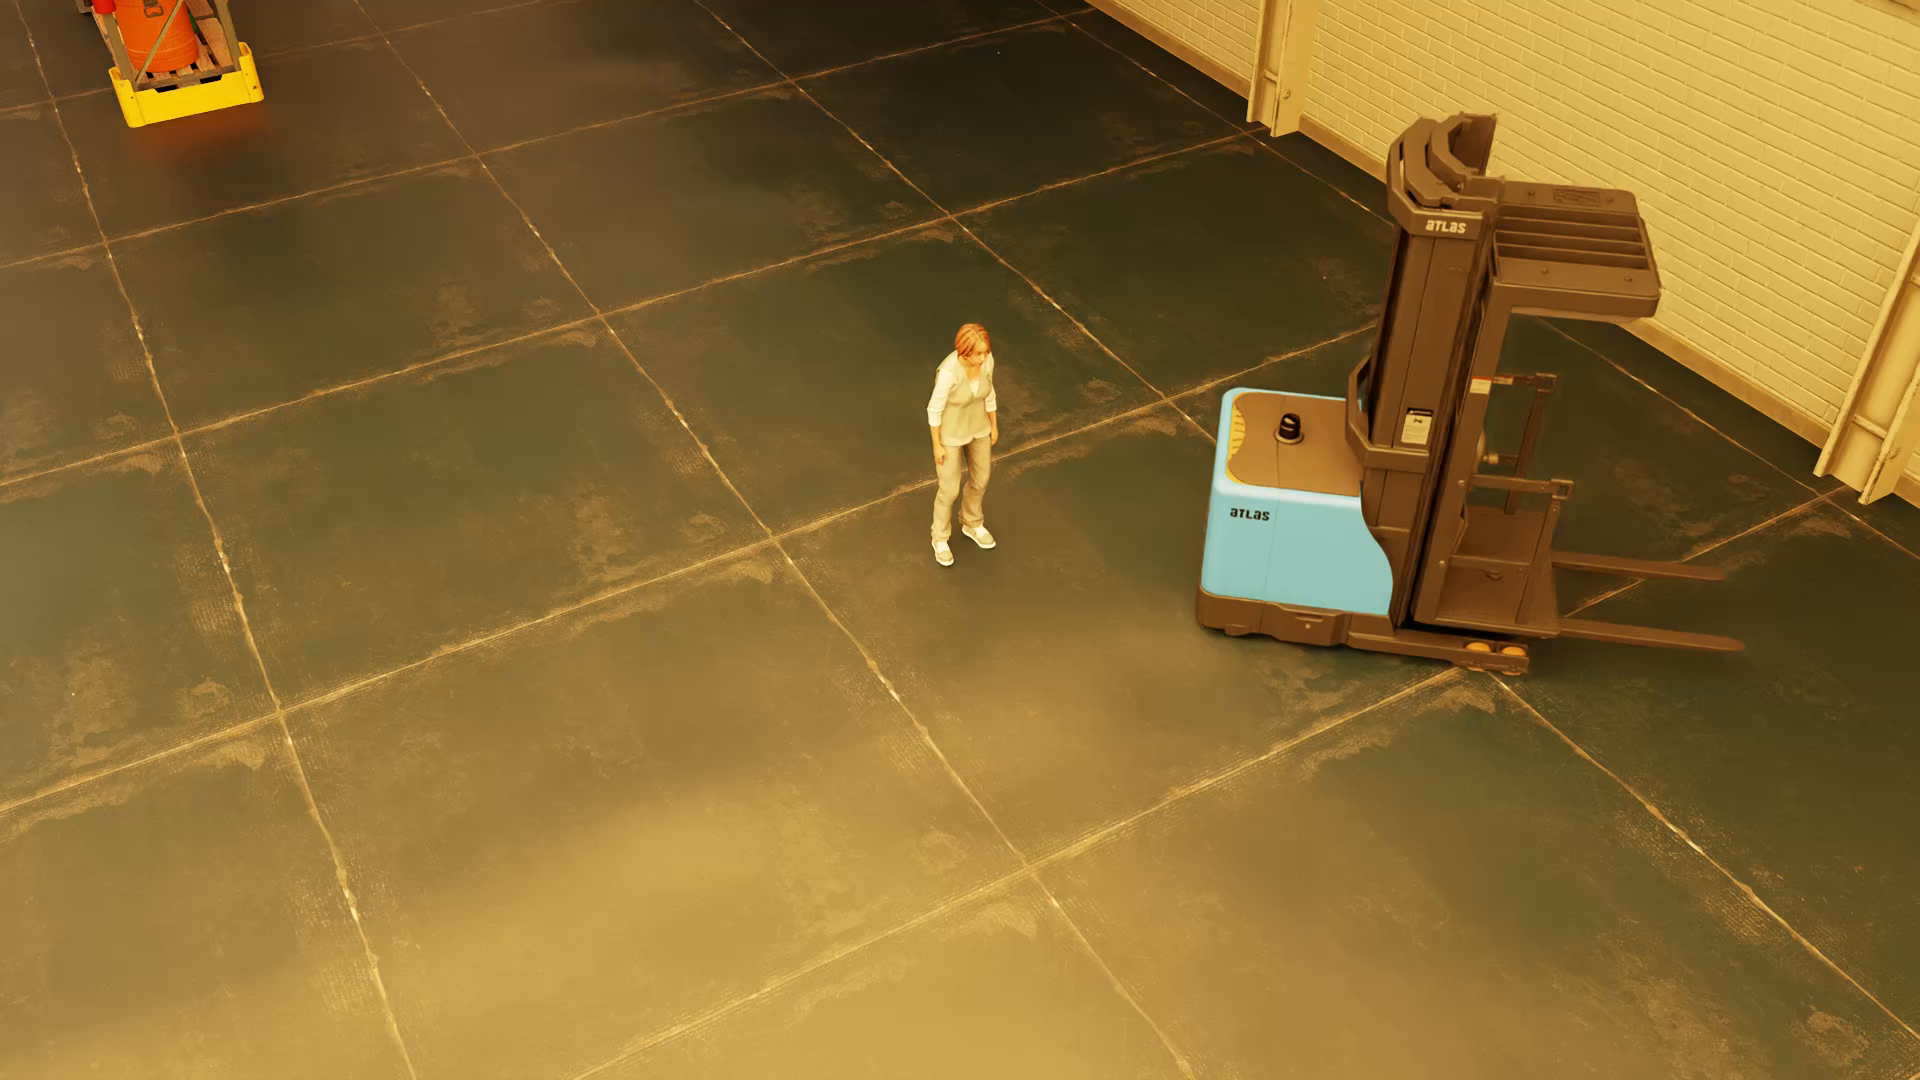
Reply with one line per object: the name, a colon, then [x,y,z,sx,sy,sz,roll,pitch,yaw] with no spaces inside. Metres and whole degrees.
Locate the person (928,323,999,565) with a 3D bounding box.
person: [0.020,-0.604,9.814,0.481,1.592,0.345,-23,45,-25]

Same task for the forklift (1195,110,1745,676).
forklift: [2.936,-0.731,8.918,3.031,2.935,1.130,7,40,8]
